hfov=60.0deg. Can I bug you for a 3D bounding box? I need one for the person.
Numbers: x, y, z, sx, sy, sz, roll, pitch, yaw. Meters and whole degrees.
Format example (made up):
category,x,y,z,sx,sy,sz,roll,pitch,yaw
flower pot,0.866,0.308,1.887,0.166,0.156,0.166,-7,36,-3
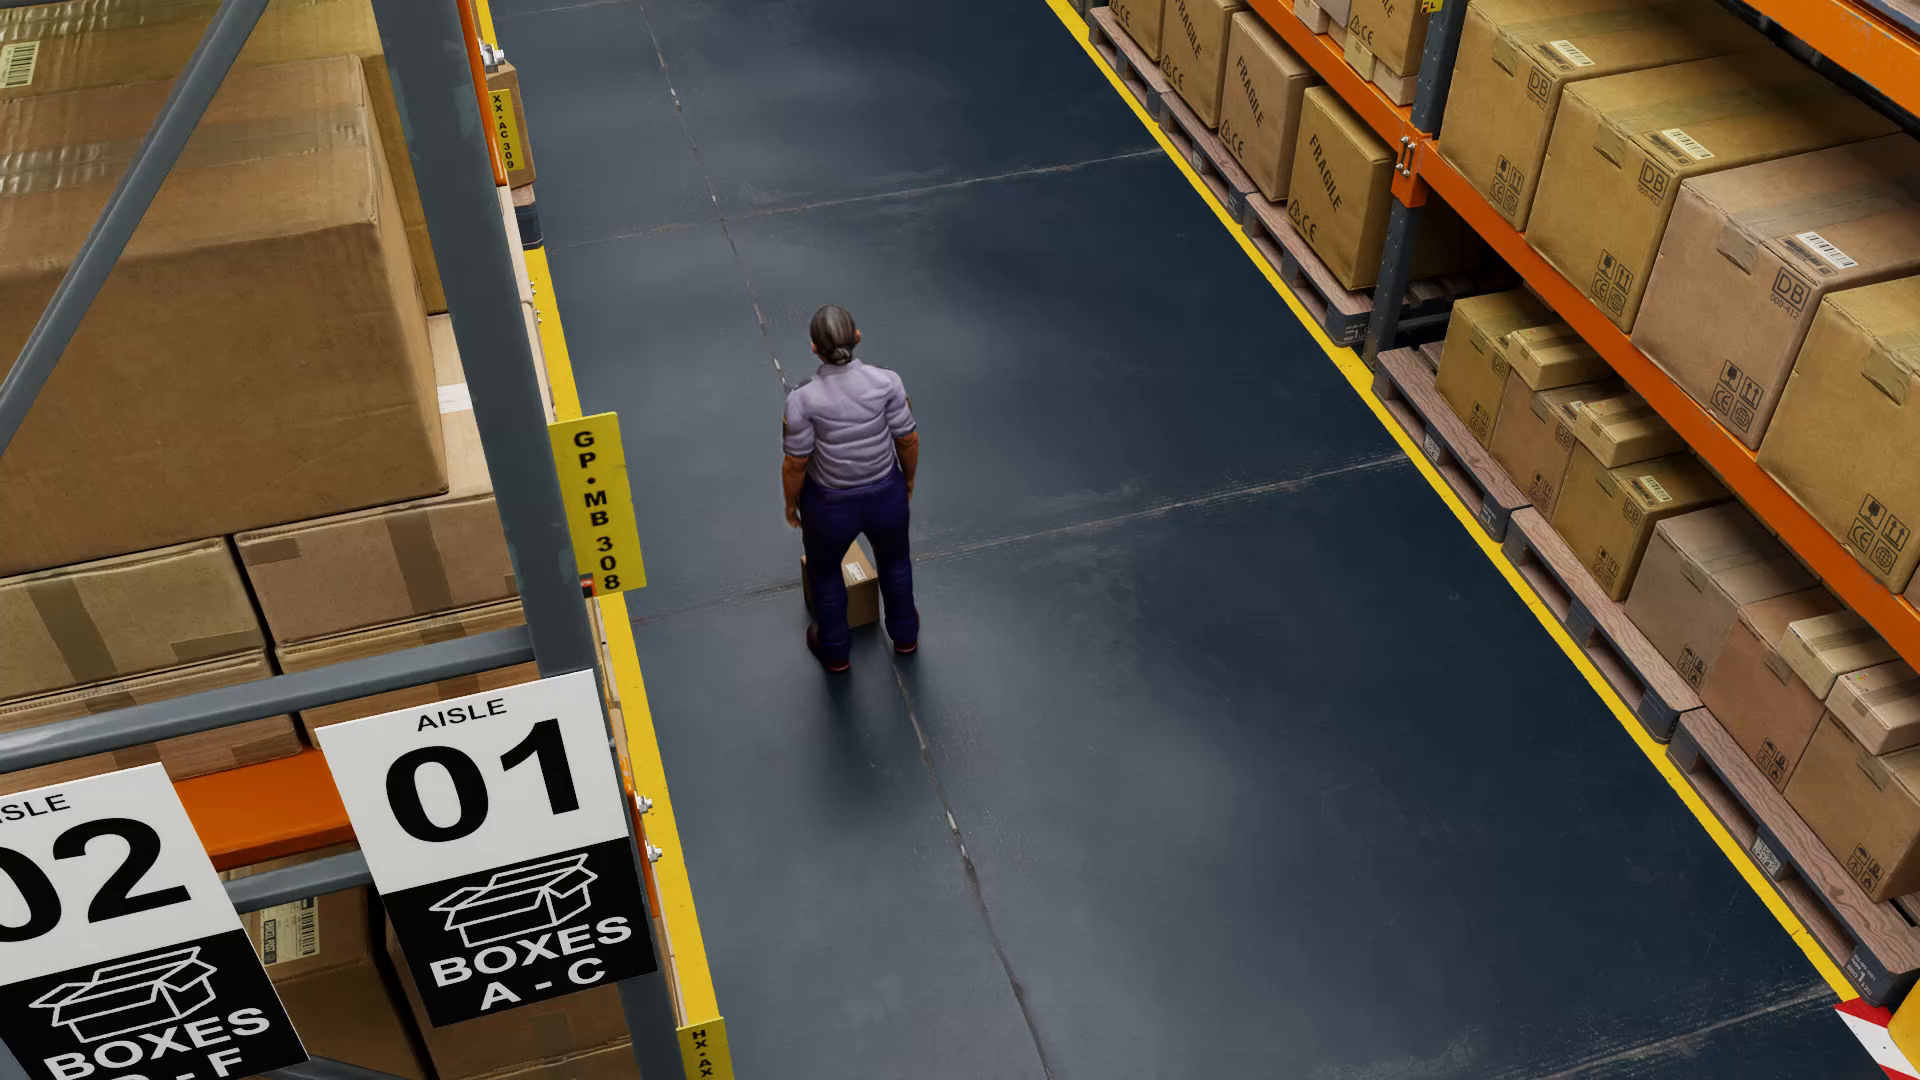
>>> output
category,x,y,z,sx,sy,sz,roll,pitch,yaw
person,-0.404,-0.165,6.346,0.543,1.652,0.372,-12,44,-13
